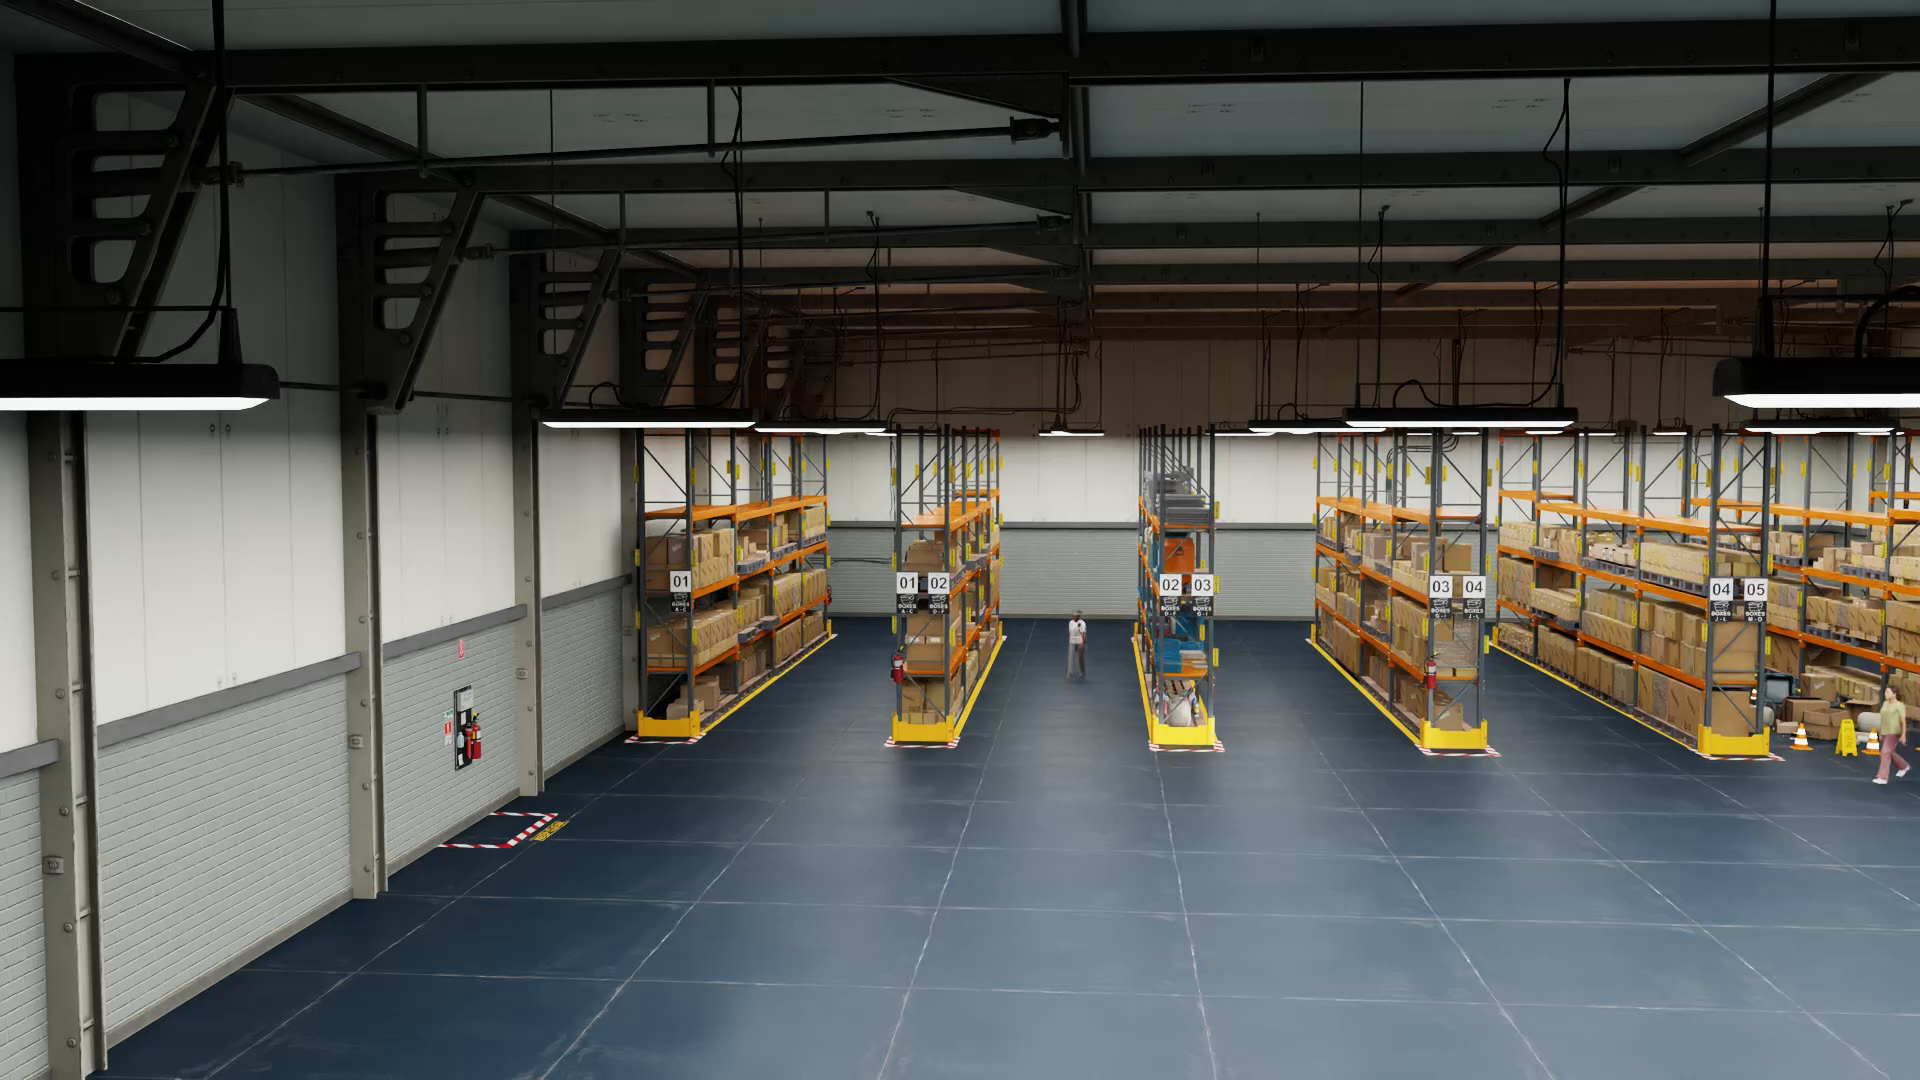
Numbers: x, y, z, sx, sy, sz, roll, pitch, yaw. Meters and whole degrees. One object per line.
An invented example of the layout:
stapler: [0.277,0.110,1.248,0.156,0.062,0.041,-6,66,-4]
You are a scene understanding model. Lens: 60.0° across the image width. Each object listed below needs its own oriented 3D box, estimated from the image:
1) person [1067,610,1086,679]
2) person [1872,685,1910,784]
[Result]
person: [2.777,2.471,39.651,0.462,1.633,0.948,1,4,18]
person: [15.506,3.215,27.592,0.957,1.629,0.446,-1,4,-20]
